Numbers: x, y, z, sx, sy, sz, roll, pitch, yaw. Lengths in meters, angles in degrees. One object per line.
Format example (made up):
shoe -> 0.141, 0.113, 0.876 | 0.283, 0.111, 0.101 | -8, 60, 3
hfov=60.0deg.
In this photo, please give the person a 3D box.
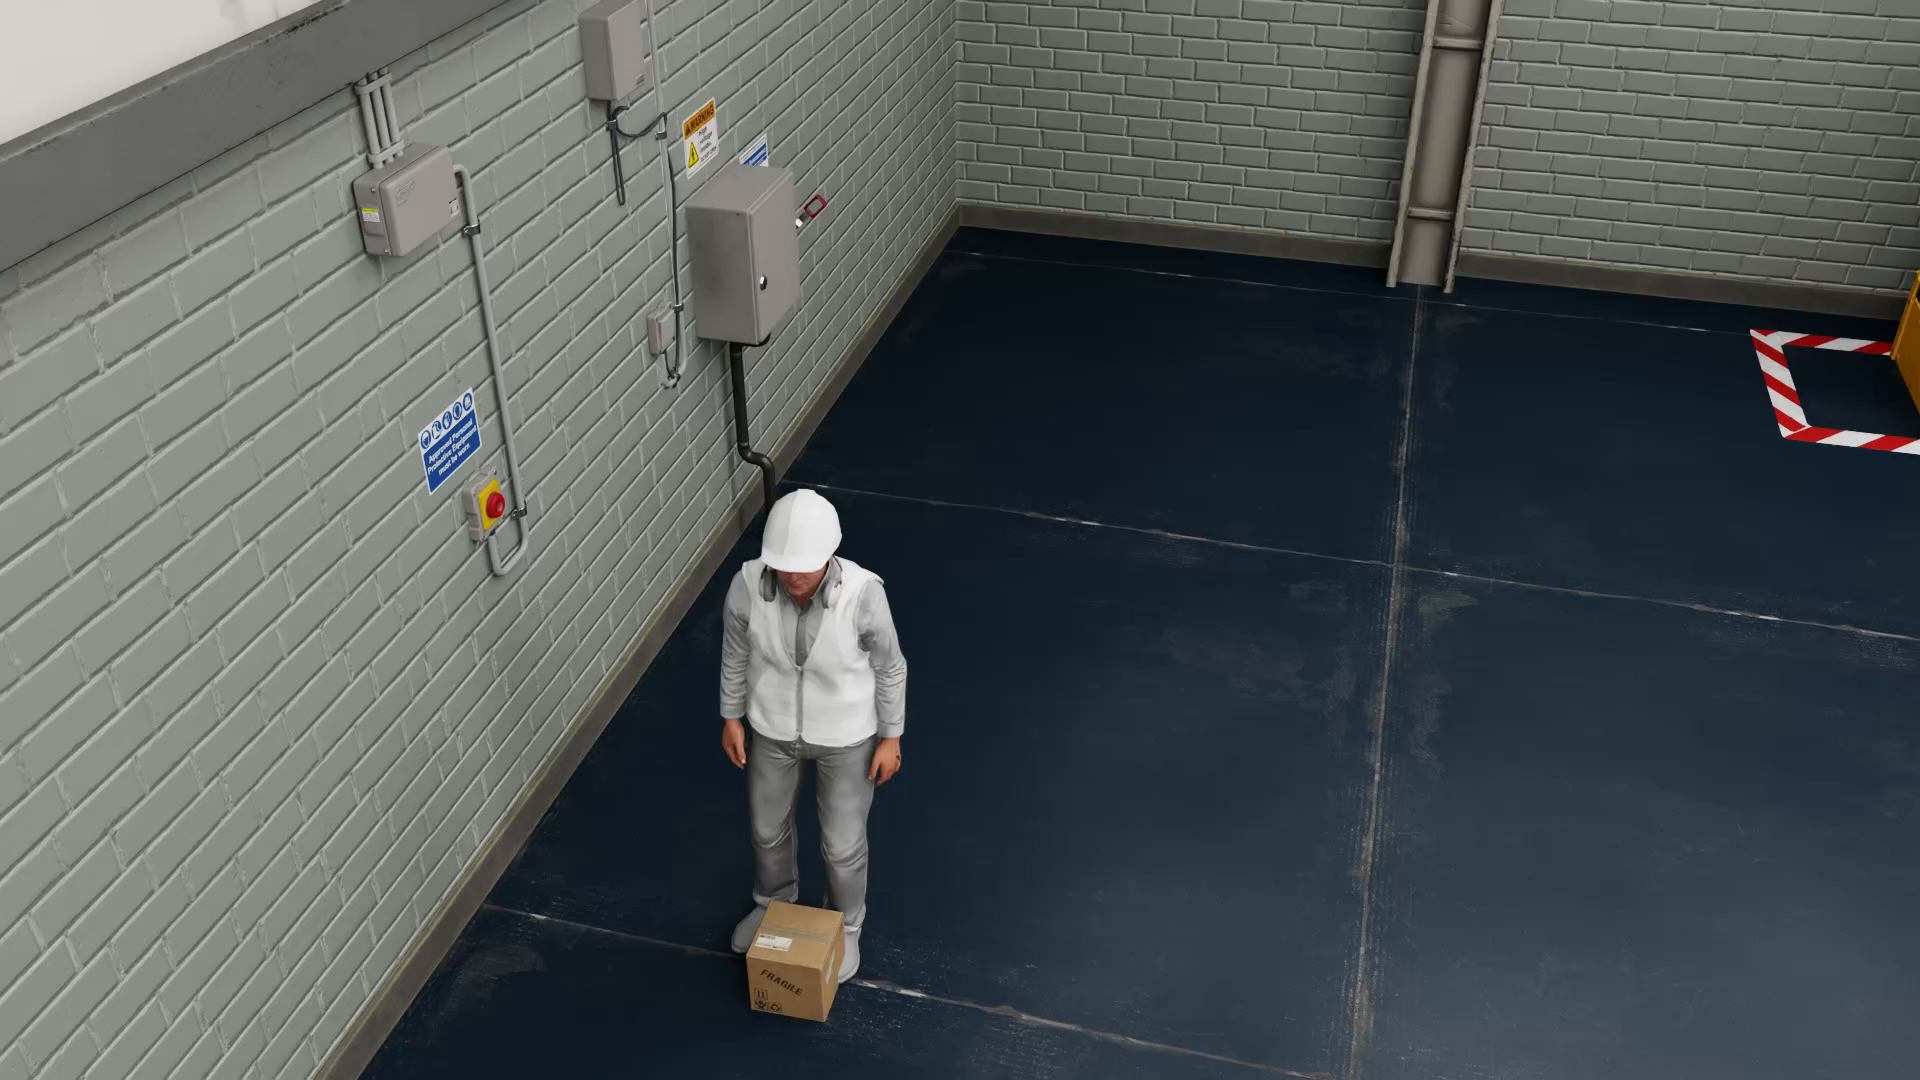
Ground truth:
person -> -0.463, 0.591, 5.190 | 0.593, 1.771, 0.473 | 6, 33, 9
